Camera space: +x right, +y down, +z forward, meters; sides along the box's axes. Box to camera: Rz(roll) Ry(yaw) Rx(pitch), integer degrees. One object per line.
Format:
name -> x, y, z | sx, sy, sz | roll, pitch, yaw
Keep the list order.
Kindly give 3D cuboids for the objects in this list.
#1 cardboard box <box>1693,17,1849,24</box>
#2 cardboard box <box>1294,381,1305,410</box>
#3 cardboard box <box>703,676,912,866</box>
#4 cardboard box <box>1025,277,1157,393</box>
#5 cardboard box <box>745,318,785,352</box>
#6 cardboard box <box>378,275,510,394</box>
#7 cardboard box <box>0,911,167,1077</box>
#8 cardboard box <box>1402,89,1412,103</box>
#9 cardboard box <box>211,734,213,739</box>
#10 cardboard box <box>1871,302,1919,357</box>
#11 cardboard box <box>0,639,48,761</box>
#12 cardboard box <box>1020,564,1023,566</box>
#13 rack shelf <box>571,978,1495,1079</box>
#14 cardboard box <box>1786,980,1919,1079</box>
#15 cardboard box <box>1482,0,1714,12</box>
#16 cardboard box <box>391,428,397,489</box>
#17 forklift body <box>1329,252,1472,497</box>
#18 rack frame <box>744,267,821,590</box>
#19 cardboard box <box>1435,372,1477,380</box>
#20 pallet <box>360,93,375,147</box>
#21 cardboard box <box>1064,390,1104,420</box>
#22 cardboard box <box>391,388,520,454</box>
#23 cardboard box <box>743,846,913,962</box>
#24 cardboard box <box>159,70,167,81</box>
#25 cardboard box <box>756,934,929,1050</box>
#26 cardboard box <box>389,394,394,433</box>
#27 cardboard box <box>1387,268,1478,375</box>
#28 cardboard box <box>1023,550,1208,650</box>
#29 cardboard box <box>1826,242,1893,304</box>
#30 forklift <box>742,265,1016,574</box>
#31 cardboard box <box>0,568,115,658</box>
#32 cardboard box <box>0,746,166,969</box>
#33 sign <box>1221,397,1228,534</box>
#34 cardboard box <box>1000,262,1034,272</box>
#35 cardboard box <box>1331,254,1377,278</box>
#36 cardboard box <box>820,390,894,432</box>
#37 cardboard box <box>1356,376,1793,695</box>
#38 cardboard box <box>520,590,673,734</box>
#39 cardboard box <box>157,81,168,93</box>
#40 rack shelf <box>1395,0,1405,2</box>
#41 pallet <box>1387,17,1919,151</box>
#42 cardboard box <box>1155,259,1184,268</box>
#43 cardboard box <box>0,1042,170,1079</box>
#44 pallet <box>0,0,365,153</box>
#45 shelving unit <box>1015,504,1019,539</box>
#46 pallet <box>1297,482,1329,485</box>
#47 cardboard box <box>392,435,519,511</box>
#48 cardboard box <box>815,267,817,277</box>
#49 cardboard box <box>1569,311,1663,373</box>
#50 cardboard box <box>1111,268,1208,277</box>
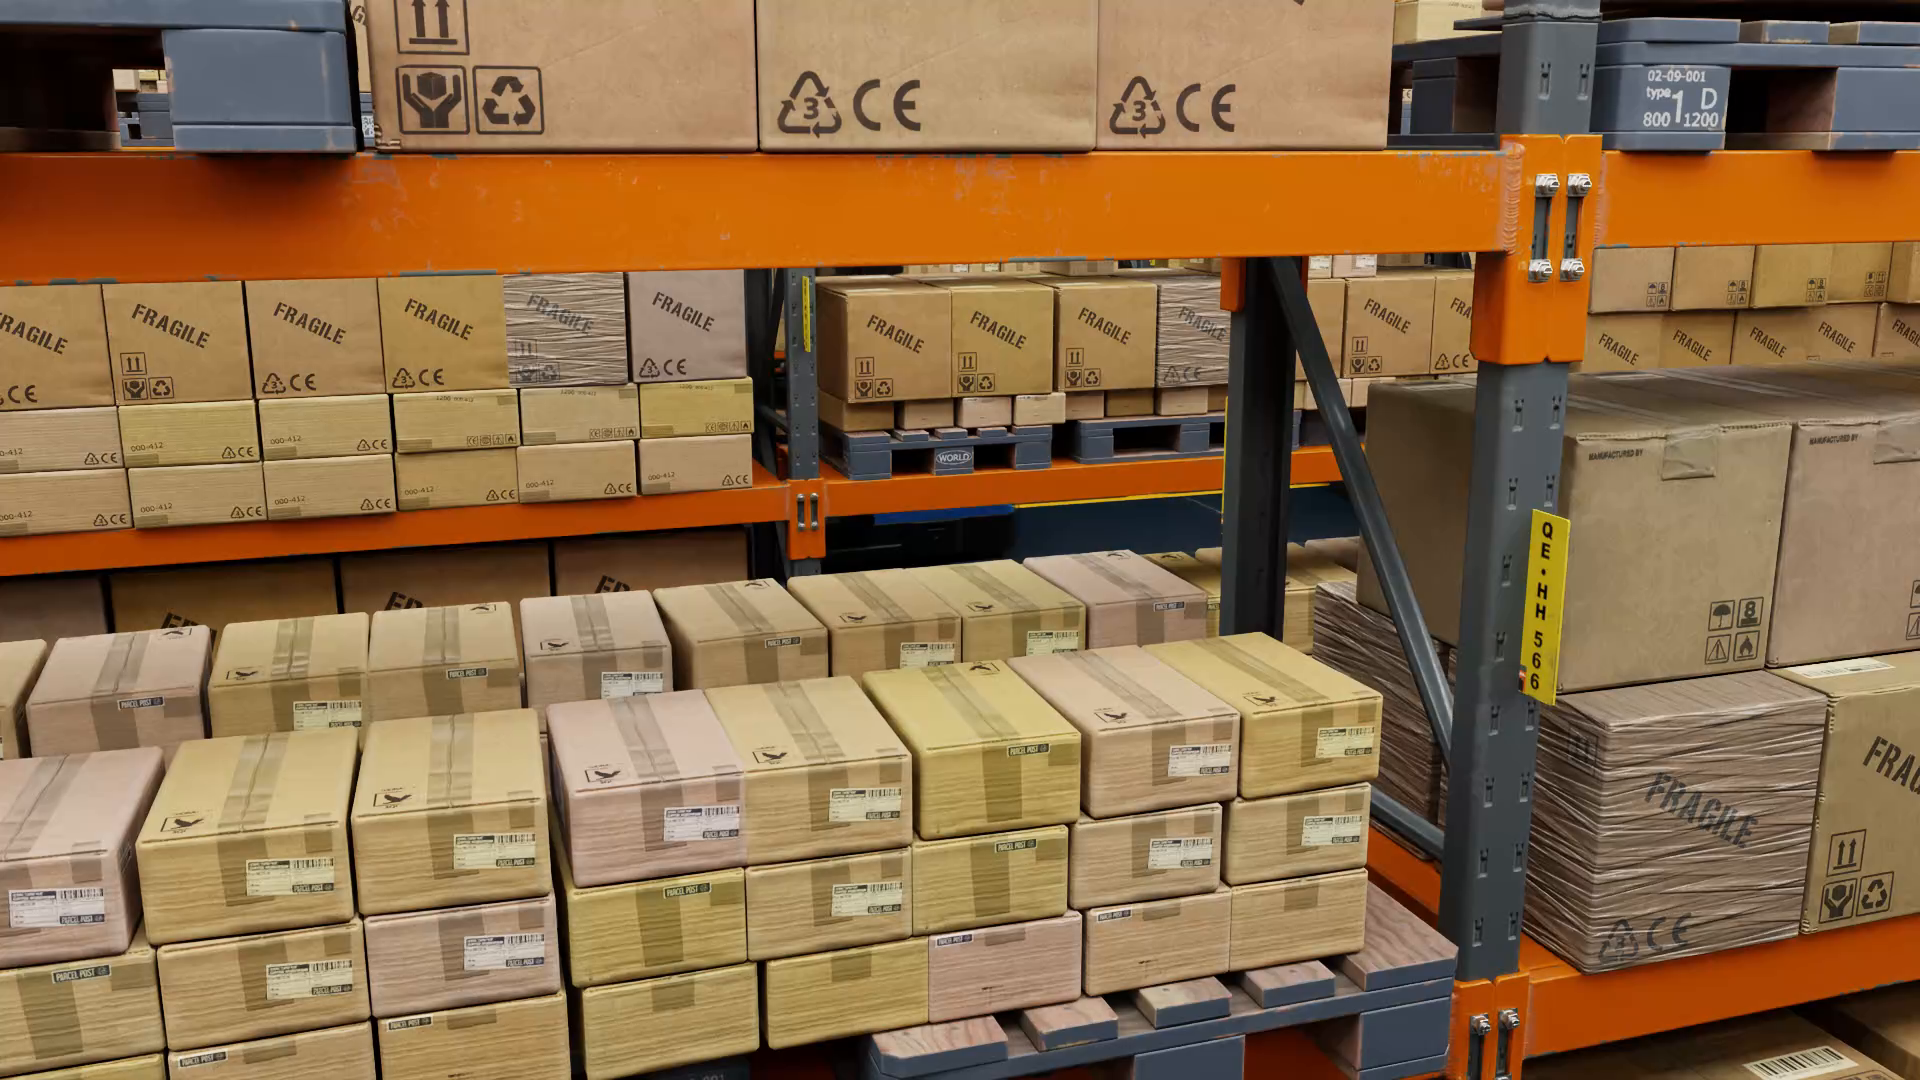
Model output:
cardboard box -> 1.709, -1.290, 3.671 | 0.500, 0.311, 0.500 | -4, 14, -18
cardboard box -> 1.560, -0.763, 8.504 | 0.250, 0.149, 0.380 | -4, 14, -18
cardboard box -> -0.243, 0.345, 2.561 | 0.250, 0.149, 0.380 | -4, 14, -16
cardboard box -> 0.633, -1.017, 8.171 | 0.500, 0.500, 0.500 | -4, 14, -17
cardboard box -> -1.470, -1.587, 12.657 | 0.500, 0.250, 0.500 | -5, 14, -19
cardboard box -> -2.223, -0.921, 7.157 | 0.500, 0.500, 0.500 | -4, 14, -18
cardboard box -> -1.215, 0.564, 2.282 | 0.250, 0.149, 0.380 | -5, 14, -19
cardboard box -> 1.942, -2.331, 8.396 | 0.500, 0.250, 0.500 | -4, 14, -17
cardboard box -> -1.414, 0.419, 2.890 | 0.250, 0.149, 0.380 | -4, 14, -18
cardboard box -> 5.344, -1.168, 9.711 | 0.500, 0.500, 0.500 | -5, 14, -18
cardboard box -> -1.676, 0.297, 2.760 | 0.250, 0.149, 0.380 | -5, 14, -20
cardboard box -> 0.375, 0.422, 8.658 | 0.625, 0.372, 0.950 | -5, 14, -19
rack shelf -> -1.081, 1.019, 2.930 | 4.000, 0.370, 1.077 | -4, 14, -18
cardboard box -> 2.248, 1.321, 4.060 | 0.750, 0.750, 1.050 | -4, 14, -17
cardboard box -> 1.182, -1.058, 3.045 | 0.250, 0.149, 0.380 | -5, 14, -20
cardboard box -> -2.384, -0.423, 7.765 | 0.500, 0.250, 0.500 | -4, 14, -16
forklift body -> 3.920, -1.282, 12.886 | 1.214, 2.155, 2.313 | -4, 14, -18
rack frame -> -0.860, -0.557, 8.000 | 0.127, 3.000, 1.000 | -4, 14, -18
cardboard box -> 2.531, -0.835, 8.808 | 0.250, 0.149, 0.380 | -4, 14, -17
pallet -> -2.512, -1.782, 7.077 | 1.213, 0.211, 1.003 | -4, 14, -15
cardboard box -> 0.531, -0.696, 8.222 | 0.250, 0.149, 0.380 | -4, 14, -15
cardboard box -> -2.202, -0.554, 7.235 | 0.500, 0.250, 0.500 | -5, 14, -20
cardboard box -> -0.247, 0.490, 2.595 | 0.250, 0.149, 0.380 | -4, 14, -18
cardboard box -> -5.095, -3.080, 10.903 | 0.250, 0.149, 0.380 | -5, 14, -19
cardboard box -> -0.223, 0.631, 2.642 | 0.250, 0.149, 0.380 | -5, 14, -19
cardboard box -> -2.386, -0.672, 7.728 | 0.500, 0.250, 0.500 | -5, 14, -18
cardboard box -> 2.566, -1.165, 8.792 | 0.500, 0.500, 0.500 | -5, 14, -19
cardboard box -> 0.311, 0.142, 3.413 | 0.250, 0.149, 0.380 | -4, 14, -18
cardboard box -> 4.858, -1.639, 9.531 | 0.500, 0.500, 0.700 | -5, 14, -18
forklift -> -1.179, -1.302, 11.283 | 3.031, 2.935, 1.130 | -5, 14, -20
cardboard box -> -4.089, 0.505, 7.223 | 0.875, 0.875, 0.875 | -4, 14, -16
cardboard box -> -1.231, 0.422, 2.238 | 0.250, 0.149, 0.380 | -4, 14, -16
sign -> 0.634, -0.163, 3.844 | 0.005, 0.325, 0.100 | -4, 14, -18
cardboard box -> 0.397, -2.152, 13.092 | 0.250, 0.149, 0.380 | -5, 14, -20
cardboard box -> 1.917, -1.428, 8.494 | 0.250, 0.149, 0.380 | -5, 14, -20
cardboard box -> -0.493, -0.622, 7.910 | 0.250, 0.149, 0.380 | -5, 14, -21
cardboard box -> 1.243, -0.044, 3.470 | 0.500, 0.500, 0.700 | -5, 14, -18
cardboard box -> -0.680, 0.219, 3.089 | 0.250, 0.149, 0.380 | -4, 14, -15
cardboard box -> -5.096, -2.926, 10.900 | 0.250, 0.149, 0.380 | -4, 14, -17
rack shelf -> 3.240, -4.462, 13.873 | 4.000, 0.370, 1.077 | -4, 14, -18
pallet -> 1.408, -0.905, 3.391 | 1.003, 0.211, 1.213 | -4, 14, -15
cardboard box -> 1.730, -2.270, 13.587 | 0.250, 0.149, 0.380 | -5, 14, -19
cardboard box -> -1.221, 0.709, 2.315 | 0.250, 0.149, 0.380 | -5, 14, -19
pallet -> -1.376, -0.650, 2.319 | 1.003, 0.211, 1.213 | -4, 14, -18
shelving unit -> 0.300, -0.611, 12.117 | 0.189, 1.200, 0.258 | -5, 14, -20
pallet -> 3.270, -0.724, 14.730 | 1.213, 0.211, 1.003 | -4, 14, -18
cardboard box -> -2.218, -0.314, 7.307 | 0.500, 0.250, 0.500 | -5, 14, -19
cardboard box -> -1.090, -2.060, 12.702 | 0.250, 0.149, 0.380 | -4, 14, -17
cardboard box -> 3.437, -1.016, 9.075 | 0.500, 0.500, 0.500 | -4, 14, -18
cardboard box -> 0.964, -1.167, 8.800 | 0.500, 0.500, 0.500 | -5, 14, -20
